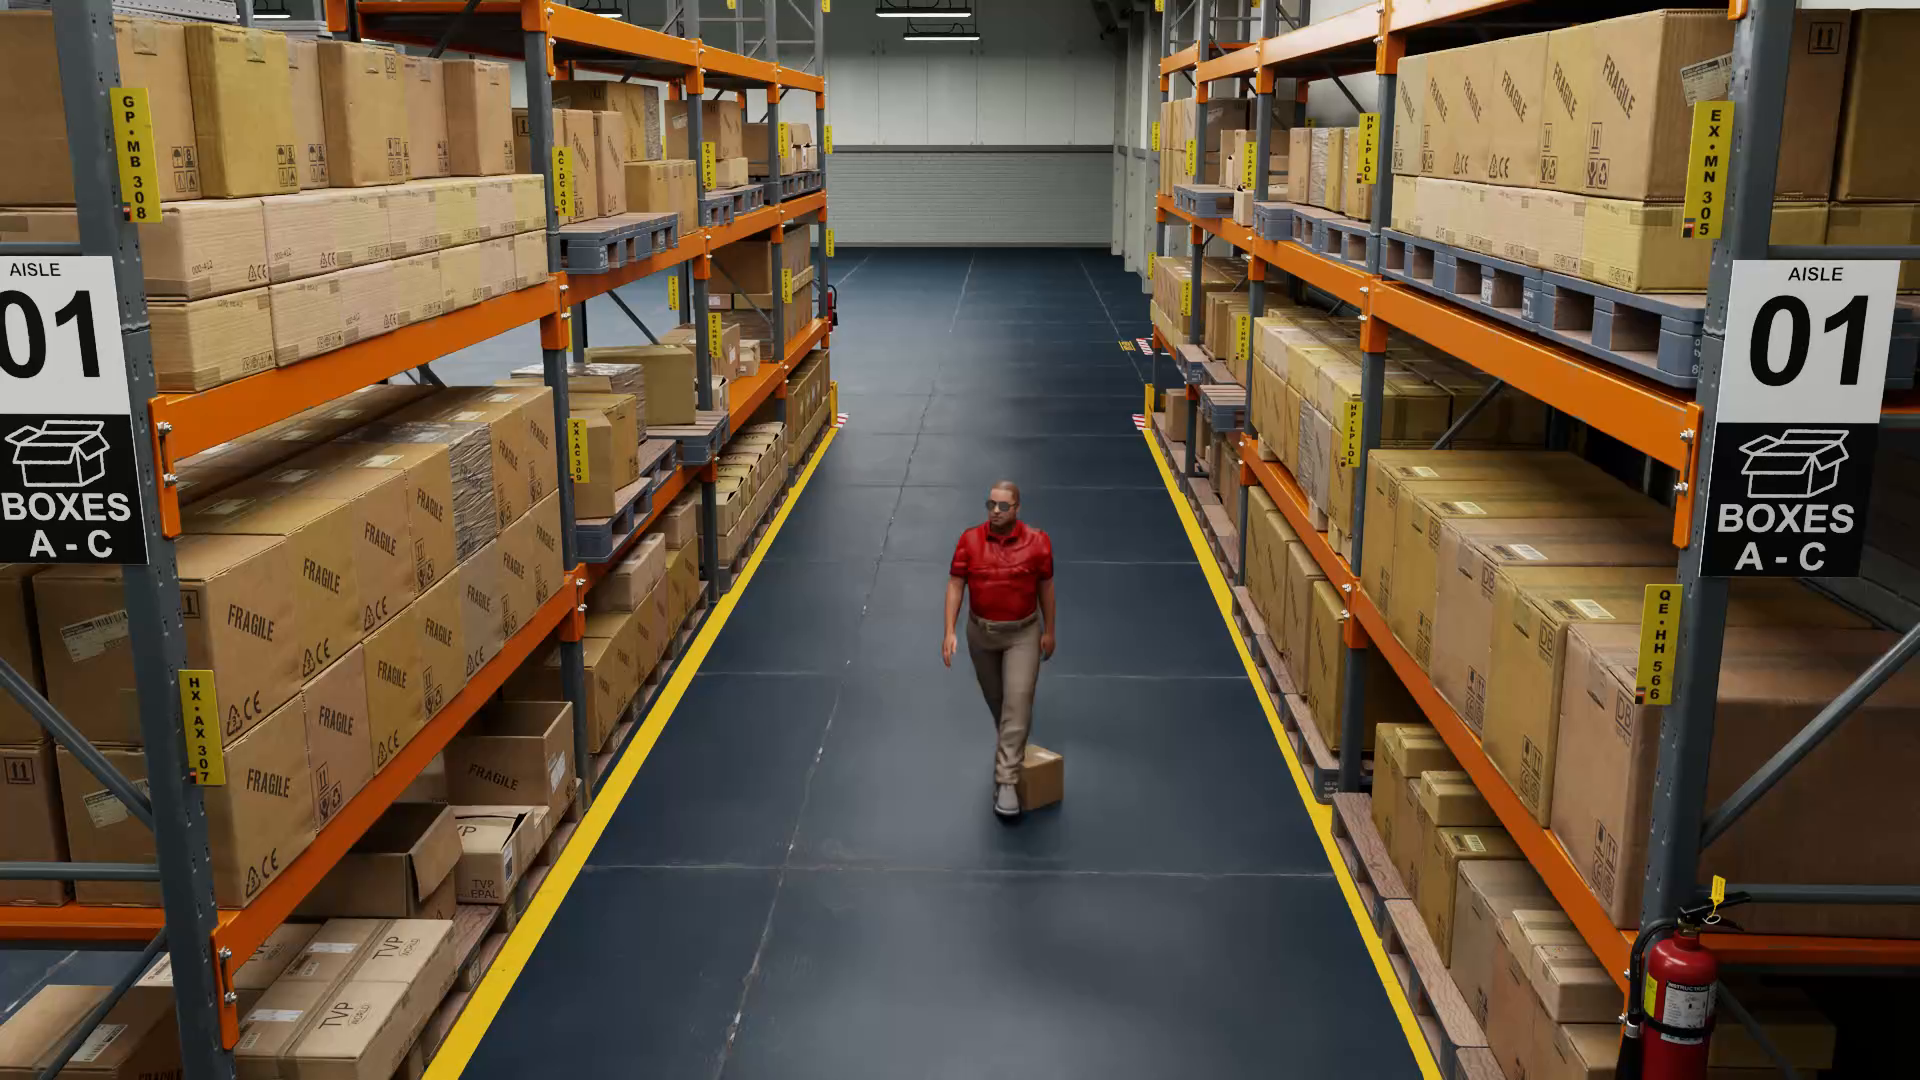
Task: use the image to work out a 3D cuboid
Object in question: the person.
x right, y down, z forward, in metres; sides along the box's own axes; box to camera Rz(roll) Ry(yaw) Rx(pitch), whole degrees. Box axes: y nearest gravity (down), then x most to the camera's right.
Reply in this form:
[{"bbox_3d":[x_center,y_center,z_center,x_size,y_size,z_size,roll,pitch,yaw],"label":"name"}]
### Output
[{"bbox_3d":[0.194,0.510,8.909,0.559,1.662,1.046,4,14,15],"label":"person"}]
